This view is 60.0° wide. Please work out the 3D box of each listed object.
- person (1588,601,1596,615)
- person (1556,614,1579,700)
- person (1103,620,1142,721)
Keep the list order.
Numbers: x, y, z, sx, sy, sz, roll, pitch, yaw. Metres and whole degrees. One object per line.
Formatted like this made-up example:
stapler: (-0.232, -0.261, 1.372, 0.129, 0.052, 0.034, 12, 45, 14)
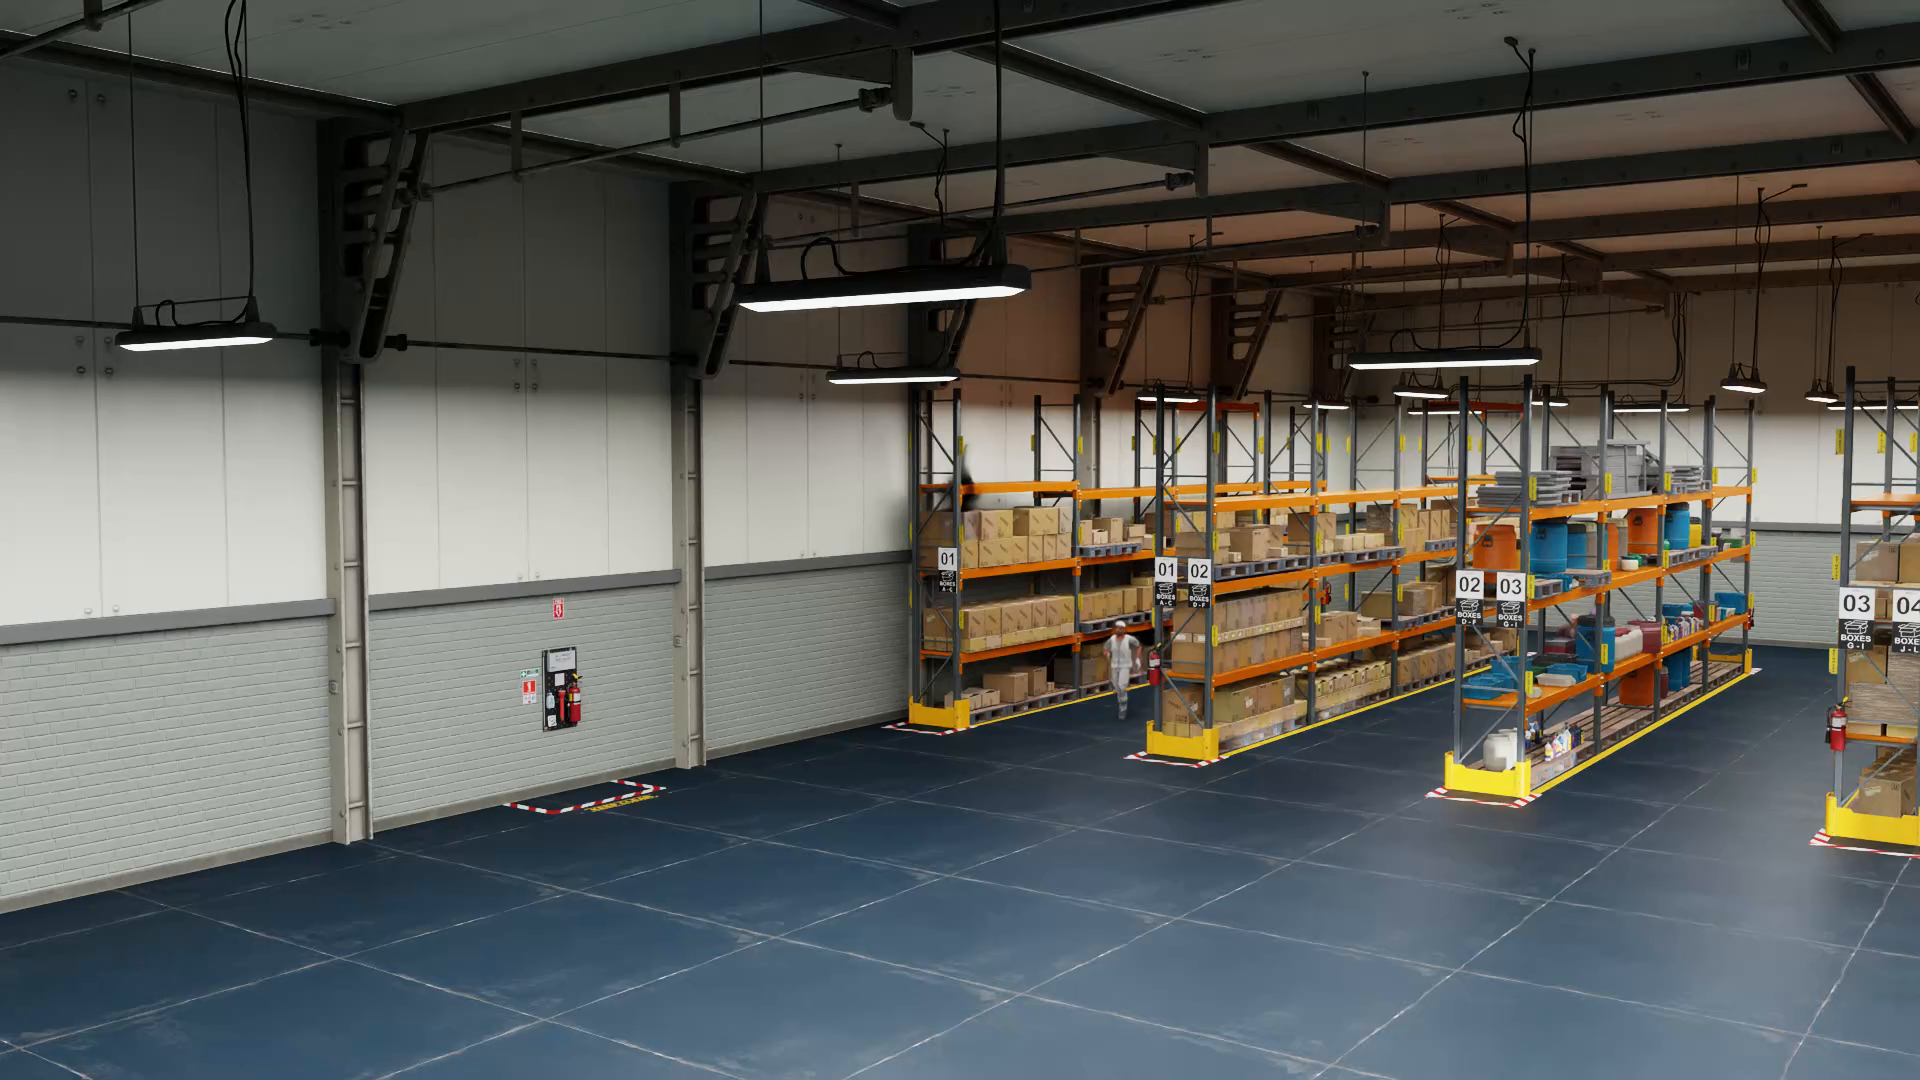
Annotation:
person: (14.361, 2.104, 37.469, 0.523, 1.541, 0.579, 1, 4, 24)
person: (12.121, 2.298, 32.815, 0.696, 1.711, 0.793, 1, 4, 24)
person: (2.947, 2.379, 30.390, 0.648, 1.828, 0.836, 2, 4, 25)
